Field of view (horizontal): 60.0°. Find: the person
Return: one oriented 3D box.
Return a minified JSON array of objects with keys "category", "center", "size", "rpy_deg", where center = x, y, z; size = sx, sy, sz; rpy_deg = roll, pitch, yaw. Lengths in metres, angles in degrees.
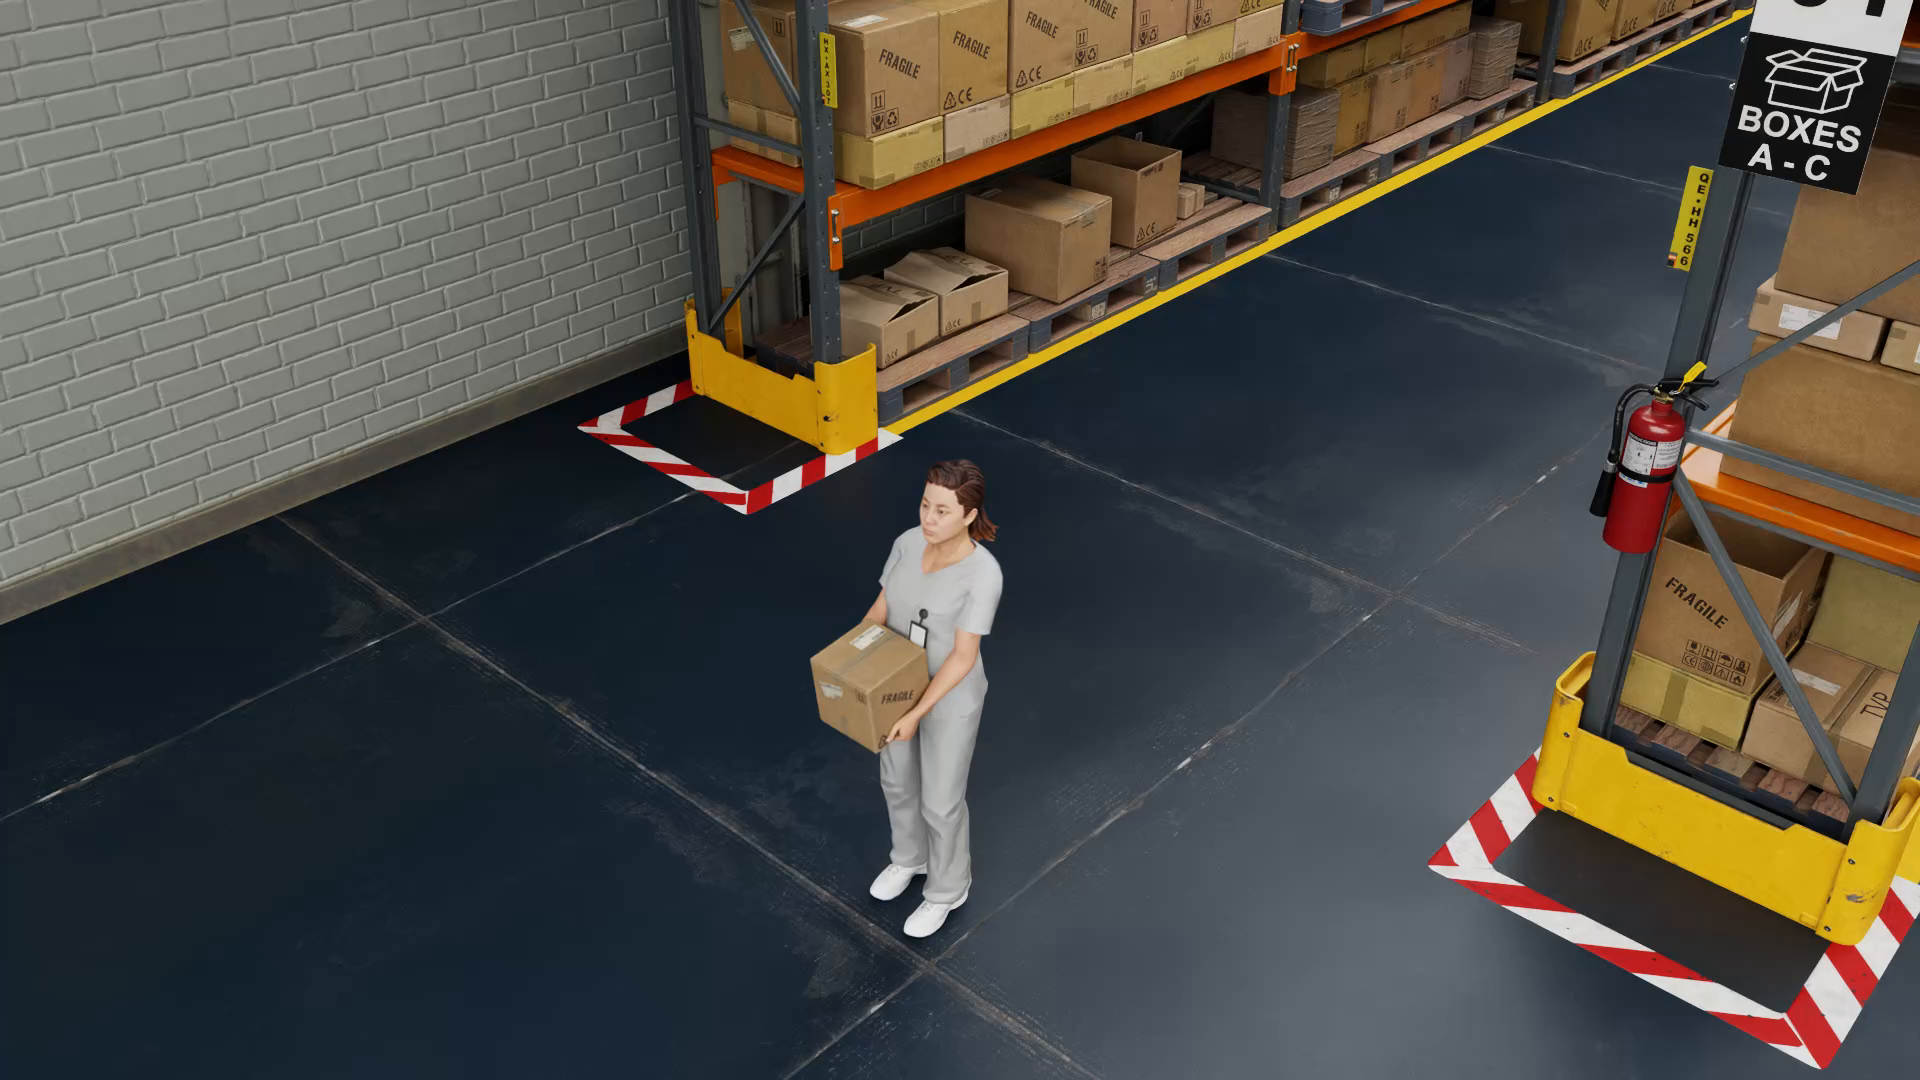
[{"category":"person","center":[-0.122,0.525,5.288],"size":[0.437,1.662,0.555],"rpy_deg":[26,40,36]}]
